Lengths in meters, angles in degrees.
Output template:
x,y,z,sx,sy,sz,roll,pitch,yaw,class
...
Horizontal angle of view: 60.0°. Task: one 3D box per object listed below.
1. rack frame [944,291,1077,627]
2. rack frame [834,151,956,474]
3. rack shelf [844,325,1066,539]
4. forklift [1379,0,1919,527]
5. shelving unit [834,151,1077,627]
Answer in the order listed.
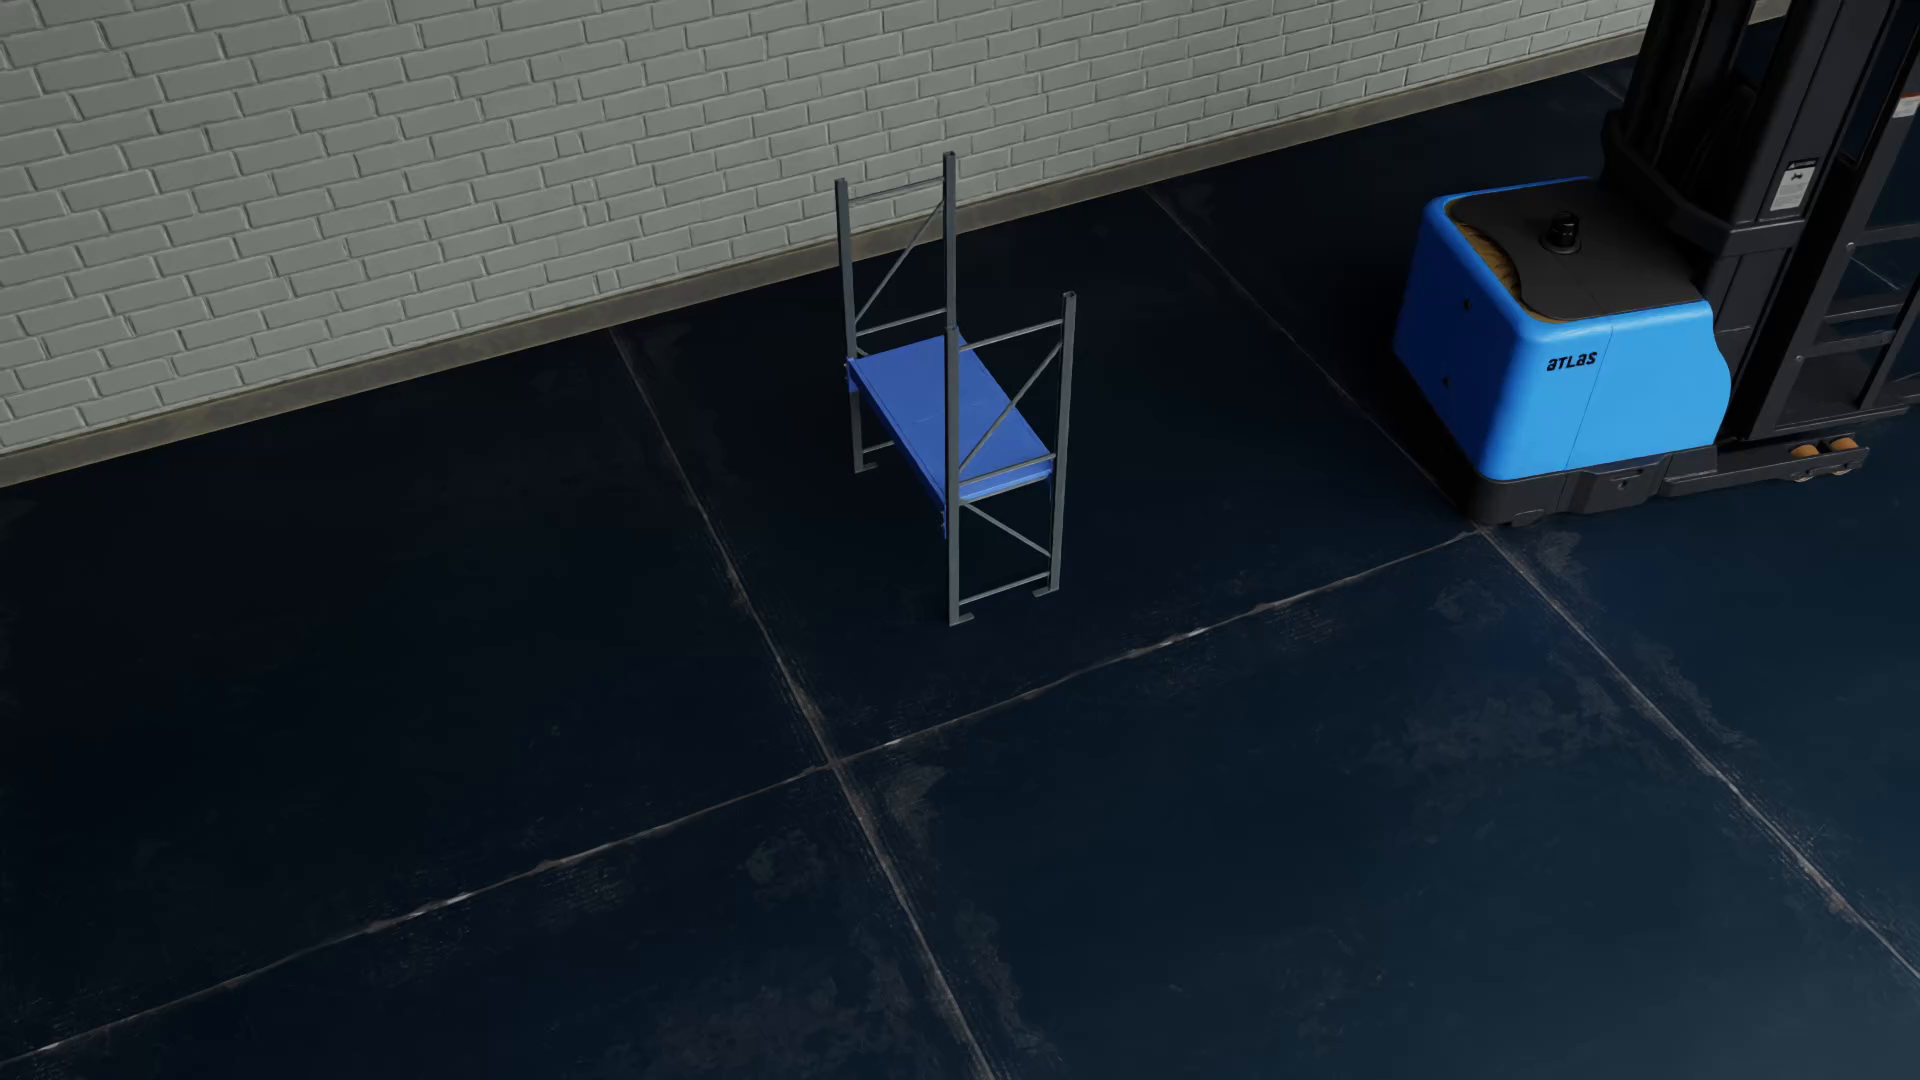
x,y,z,sx,sy,sz,roll,pitch,yaw,class
0.178,-0.264,6.319,0.500,1.500,0.032,-18,47,-17,rack frame
-0.250,-0.912,6.975,0.500,1.500,0.032,-18,47,-17,rack frame
-0.036,-0.460,6.773,0.538,0.185,1.000,-18,47,-17,rack shelf
3.525,-1.654,6.708,3.031,2.935,1.130,-10,45,-10,forklift
-0.036,-0.588,6.647,0.538,1.500,1.048,-18,47,-17,shelving unit
